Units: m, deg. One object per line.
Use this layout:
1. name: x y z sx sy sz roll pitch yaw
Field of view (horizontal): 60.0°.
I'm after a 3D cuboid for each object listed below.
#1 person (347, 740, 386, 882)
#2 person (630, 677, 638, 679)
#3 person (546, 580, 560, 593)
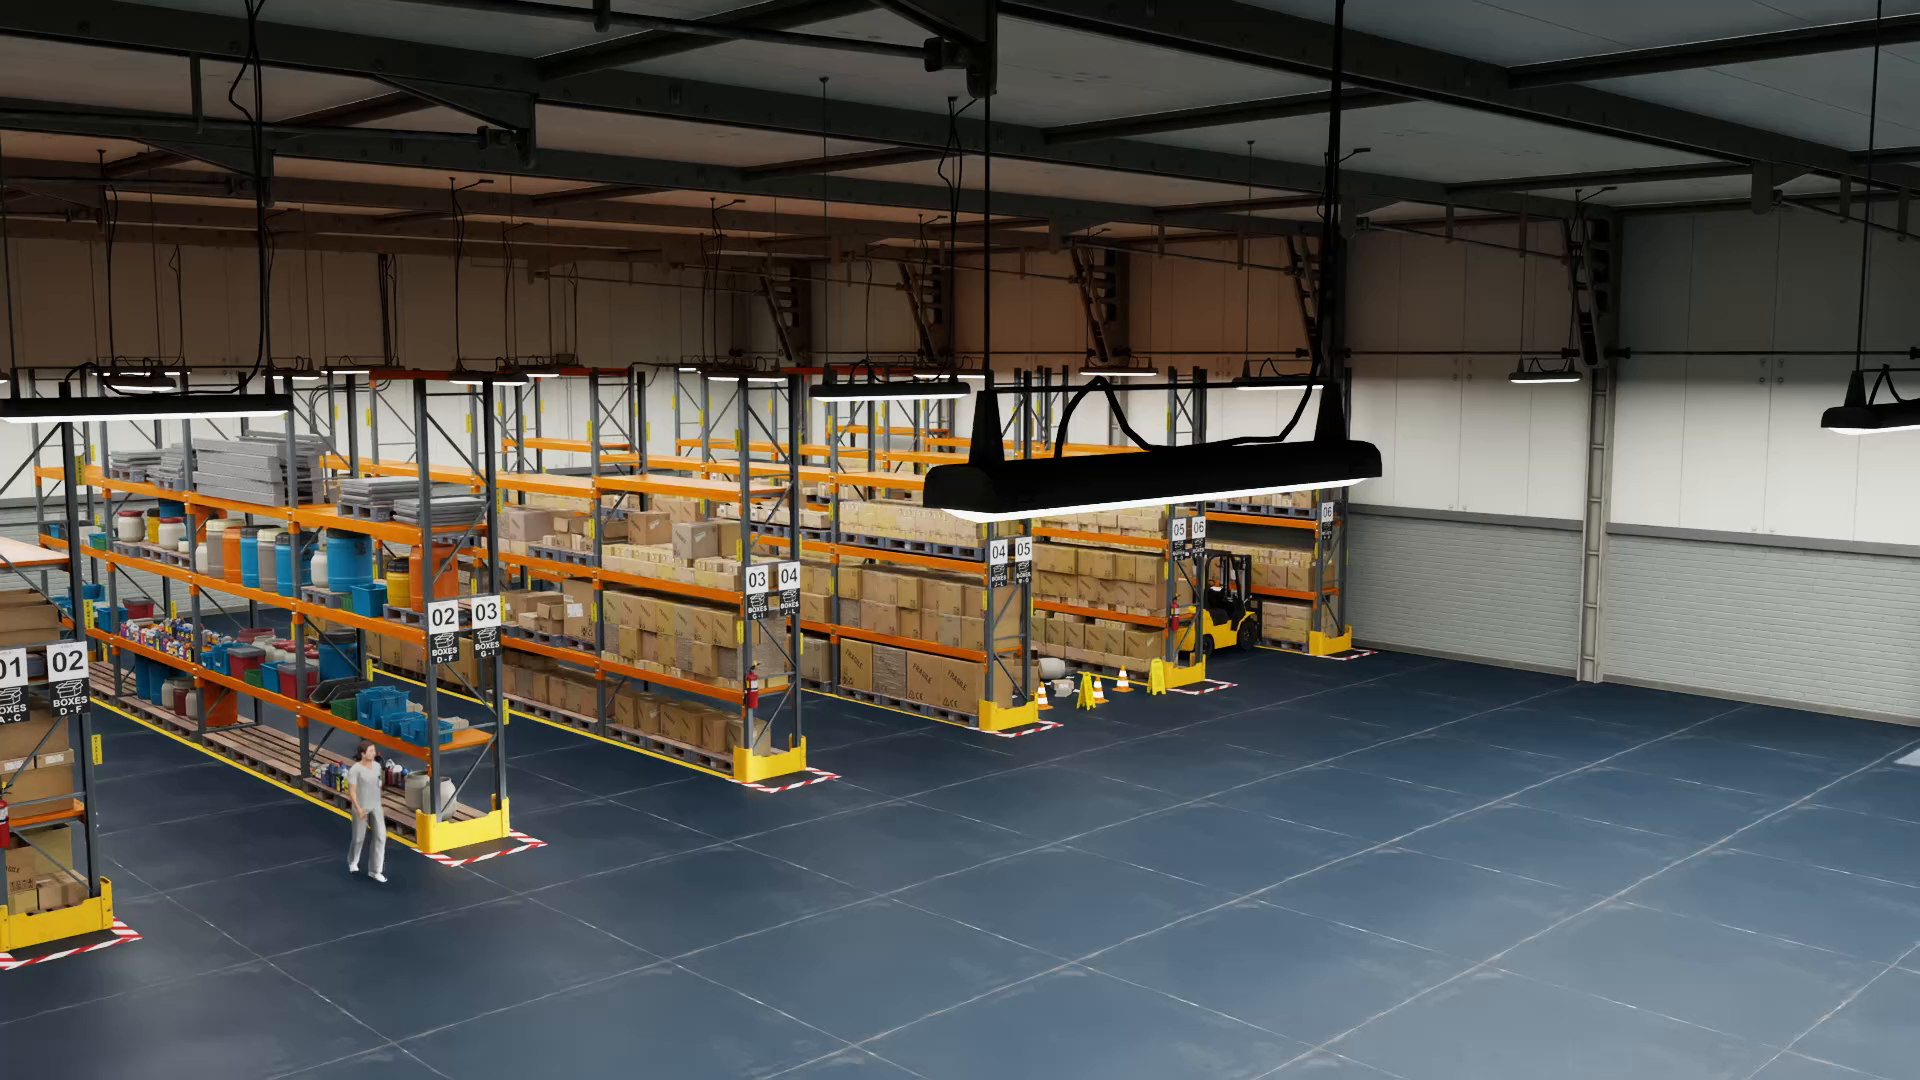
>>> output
1. person: -7.166 3.266 20.129 0.699 1.686 0.501 5 8 36
2. person: -6.255 1.861 32.213 0.435 1.672 0.520 6 9 42
3. person: -10.443 0.623 42.728 0.593 1.759 0.498 1 7 8
